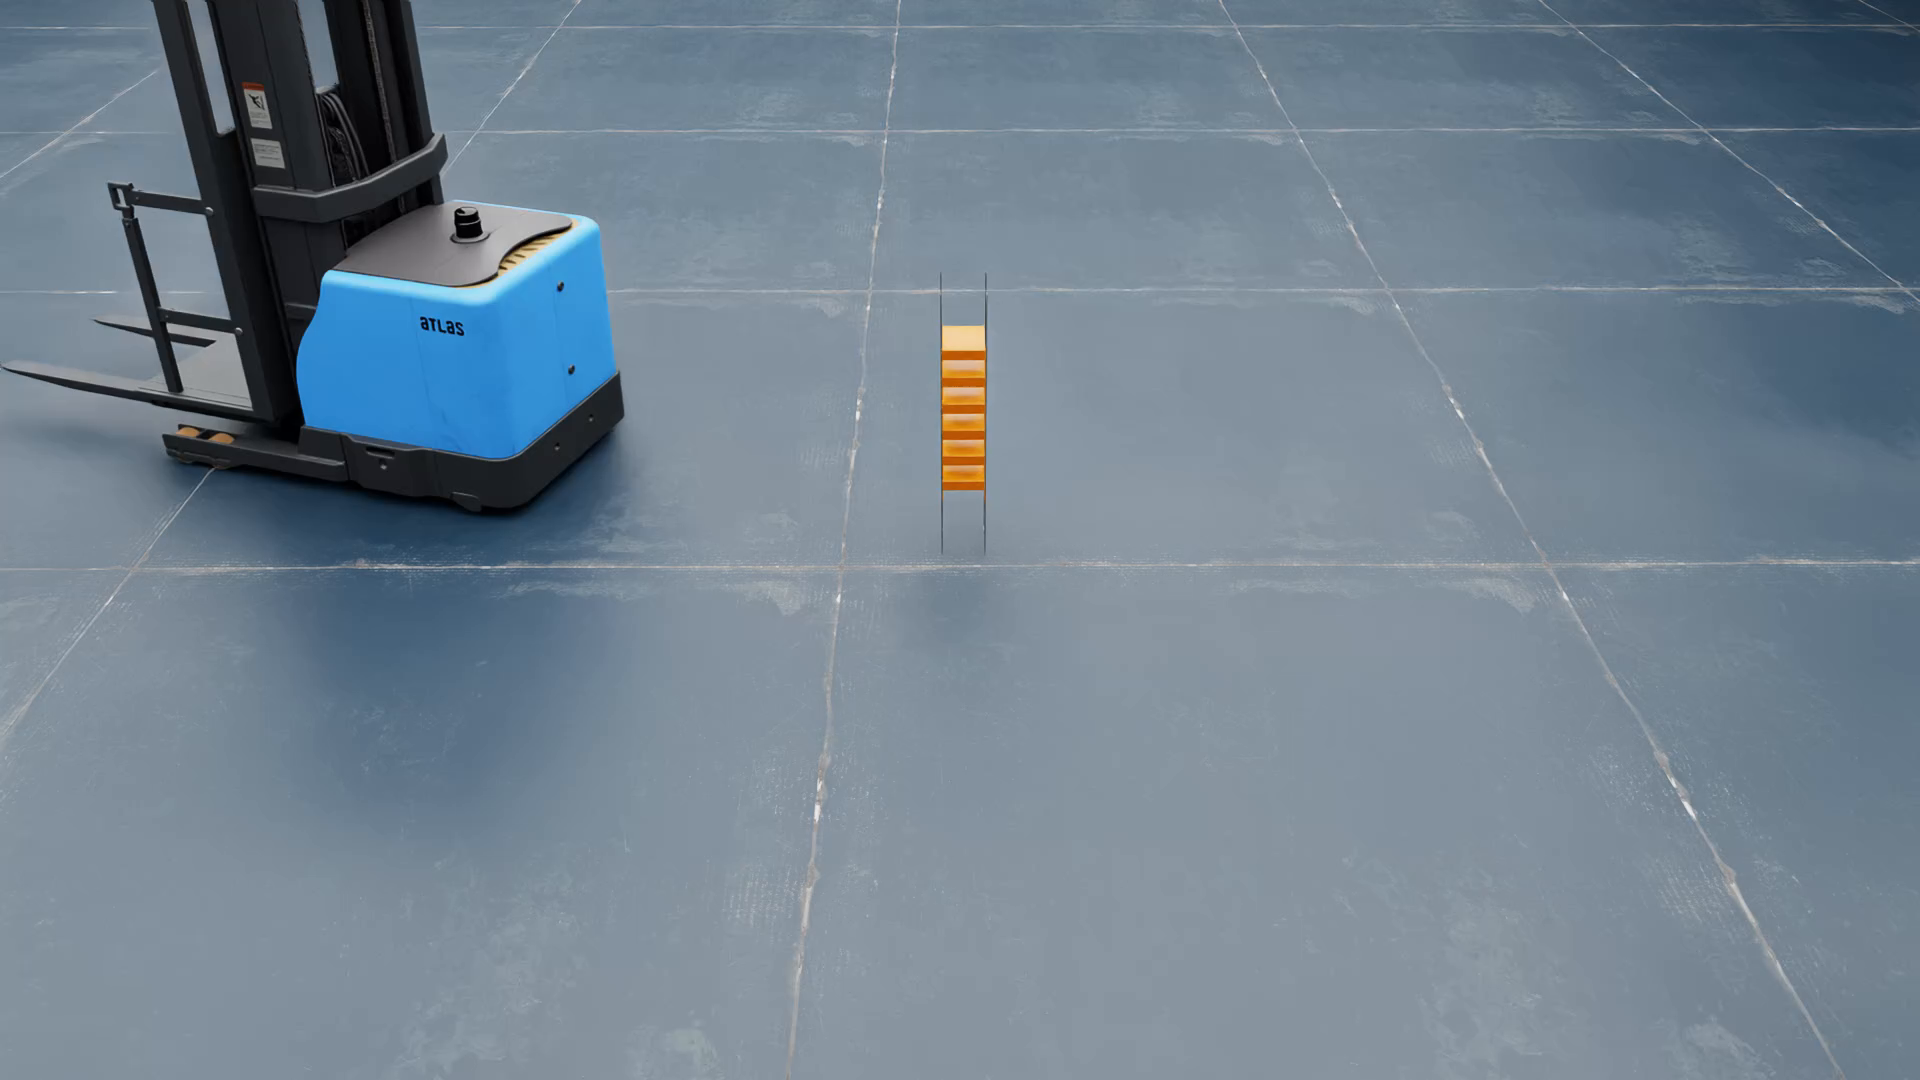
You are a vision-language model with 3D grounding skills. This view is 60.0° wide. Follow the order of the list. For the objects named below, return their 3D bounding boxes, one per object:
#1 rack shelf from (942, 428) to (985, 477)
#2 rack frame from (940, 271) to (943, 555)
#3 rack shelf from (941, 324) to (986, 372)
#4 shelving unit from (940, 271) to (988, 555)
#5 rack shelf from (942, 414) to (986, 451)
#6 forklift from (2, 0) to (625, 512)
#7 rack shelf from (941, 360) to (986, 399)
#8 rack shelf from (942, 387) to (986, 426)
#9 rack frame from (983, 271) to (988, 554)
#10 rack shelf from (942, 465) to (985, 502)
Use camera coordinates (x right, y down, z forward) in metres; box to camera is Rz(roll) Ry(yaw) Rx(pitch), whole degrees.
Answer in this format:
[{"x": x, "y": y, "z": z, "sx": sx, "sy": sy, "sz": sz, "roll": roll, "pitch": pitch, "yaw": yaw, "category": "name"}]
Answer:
[{"x": 0.014, "y": -0.372, "z": 7.024, "sx": 0.180, "sy": 0.103, "sz": 0.258, "roll": 0, "pitch": 31, "yaw": 0, "category": "rack shelf"}, {"x": -0.077, "y": -0.513, "z": 6.938, "sx": 0.006, "sy": 1.200, "sz": 0.240, "roll": 0, "pitch": 31, "yaw": 0, "category": "rack frame"}, {"x": 0.014, "y": -0.783, "z": 6.775, "sx": 0.180, "sy": 0.103, "sz": 0.258, "roll": 0, "pitch": 31, "yaw": 0, "category": "rack shelf"}, {"x": 0.014, "y": -0.513, "z": 6.939, "sx": 0.189, "sy": 1.200, "sz": 0.258, "roll": 0, "pitch": 31, "yaw": 0, "category": "shelving unit"}, {"x": 0.014, "y": -0.475, "z": 6.962, "sx": 0.180, "sy": 0.103, "sz": 0.258, "roll": 0, "pitch": 31, "yaw": 0, "category": "rack shelf"}, {"x": -3.210, "y": -1.829, "z": 7.439, "sx": 3.031, "sy": 2.935, "sz": 1.130, "roll": 10, "pitch": 33, "yaw": 16, "category": "forklift"}, {"x": 0.014, "y": -0.680, "z": 6.837, "sx": 0.180, "sy": 0.103, "sz": 0.258, "roll": 0, "pitch": 31, "yaw": 0, "category": "rack shelf"}, {"x": 0.014, "y": -0.578, "z": 6.900, "sx": 0.180, "sy": 0.103, "sz": 0.258, "roll": 0, "pitch": 31, "yaw": 0, "category": "rack shelf"}, {"x": 0.106, "y": -0.513, "z": 6.939, "sx": 0.006, "sy": 1.200, "sz": 0.240, "roll": 0, "pitch": 31, "yaw": 0, "category": "rack frame"}, {"x": 0.014, "y": -0.270, "z": 7.086, "sx": 0.180, "sy": 0.103, "sz": 0.258, "roll": 0, "pitch": 31, "yaw": 0, "category": "rack shelf"}]
